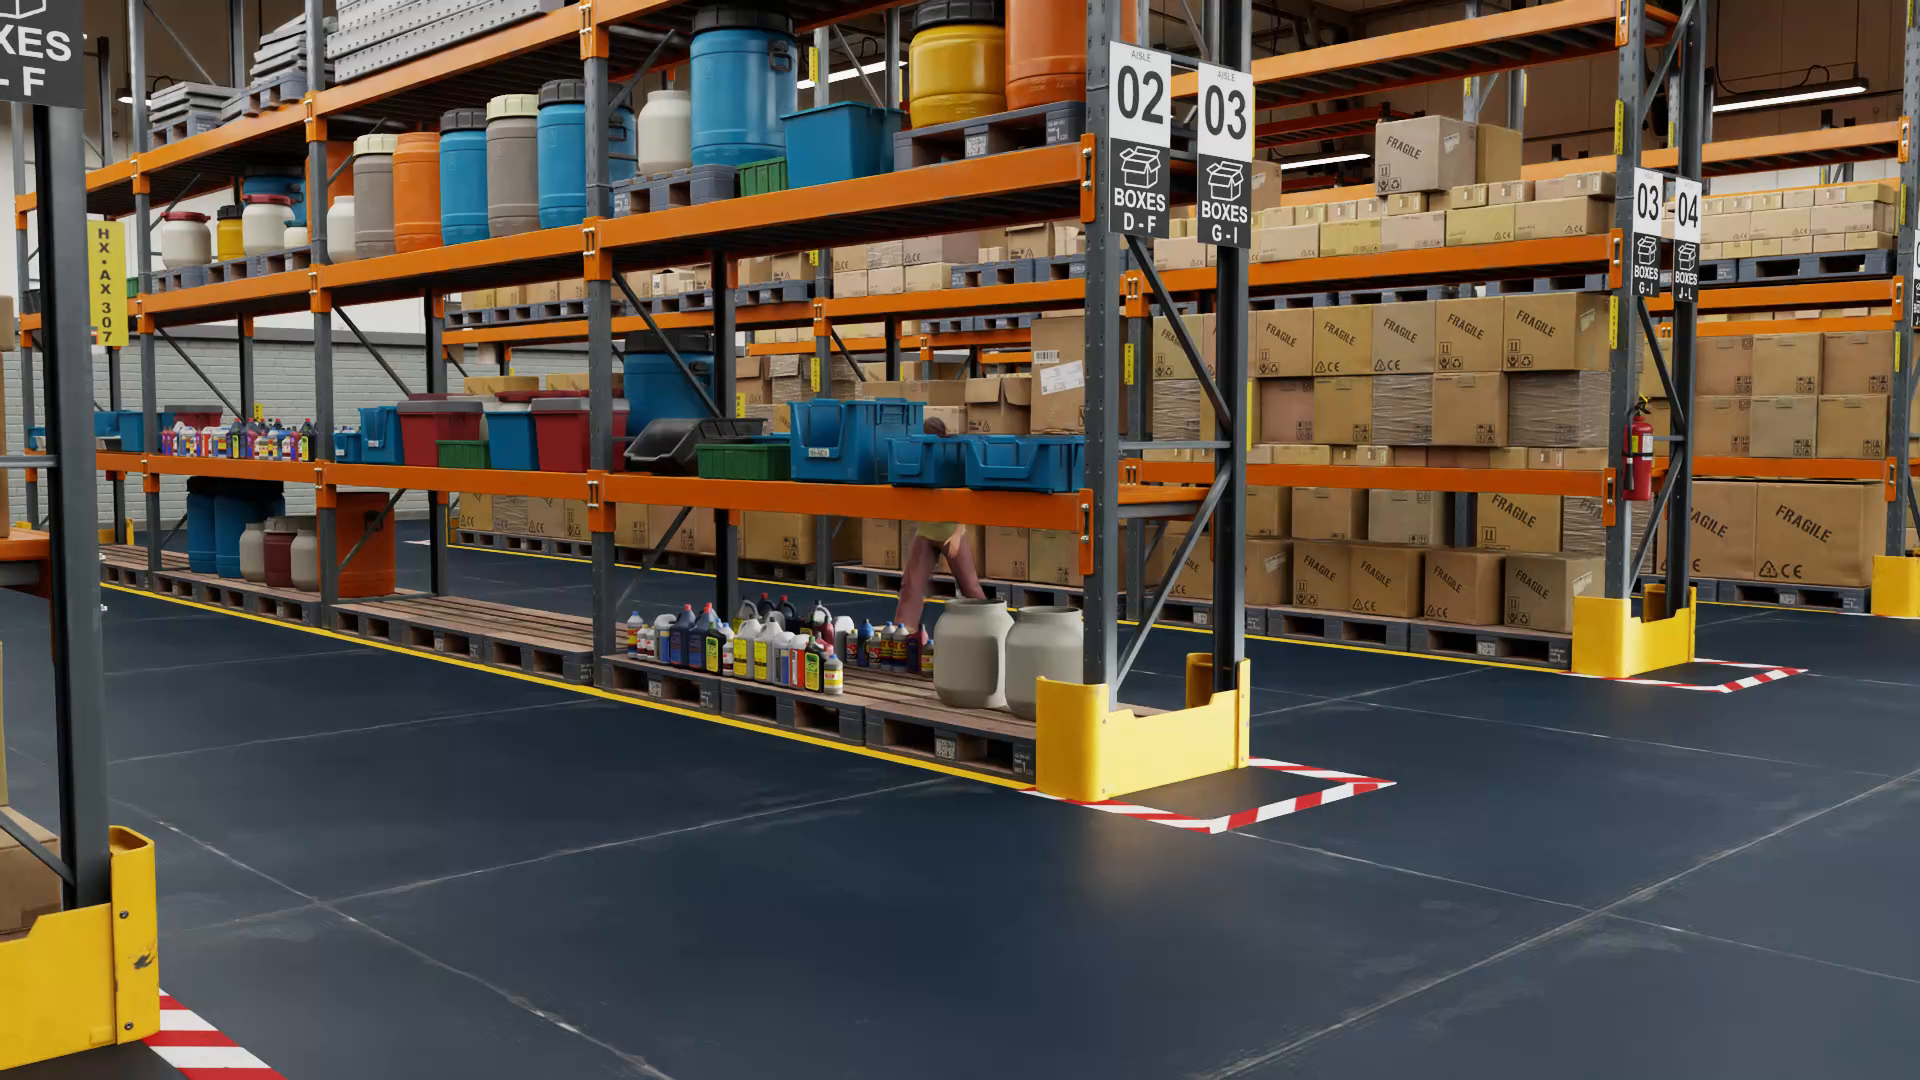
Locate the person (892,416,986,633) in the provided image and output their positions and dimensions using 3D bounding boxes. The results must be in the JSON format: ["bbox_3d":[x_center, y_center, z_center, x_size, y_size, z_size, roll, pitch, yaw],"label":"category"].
[{"bbox_3d":[-0.119,-0.014,11.257,0.581,1.640,0.902,3,5,34],"label":"person"}]
